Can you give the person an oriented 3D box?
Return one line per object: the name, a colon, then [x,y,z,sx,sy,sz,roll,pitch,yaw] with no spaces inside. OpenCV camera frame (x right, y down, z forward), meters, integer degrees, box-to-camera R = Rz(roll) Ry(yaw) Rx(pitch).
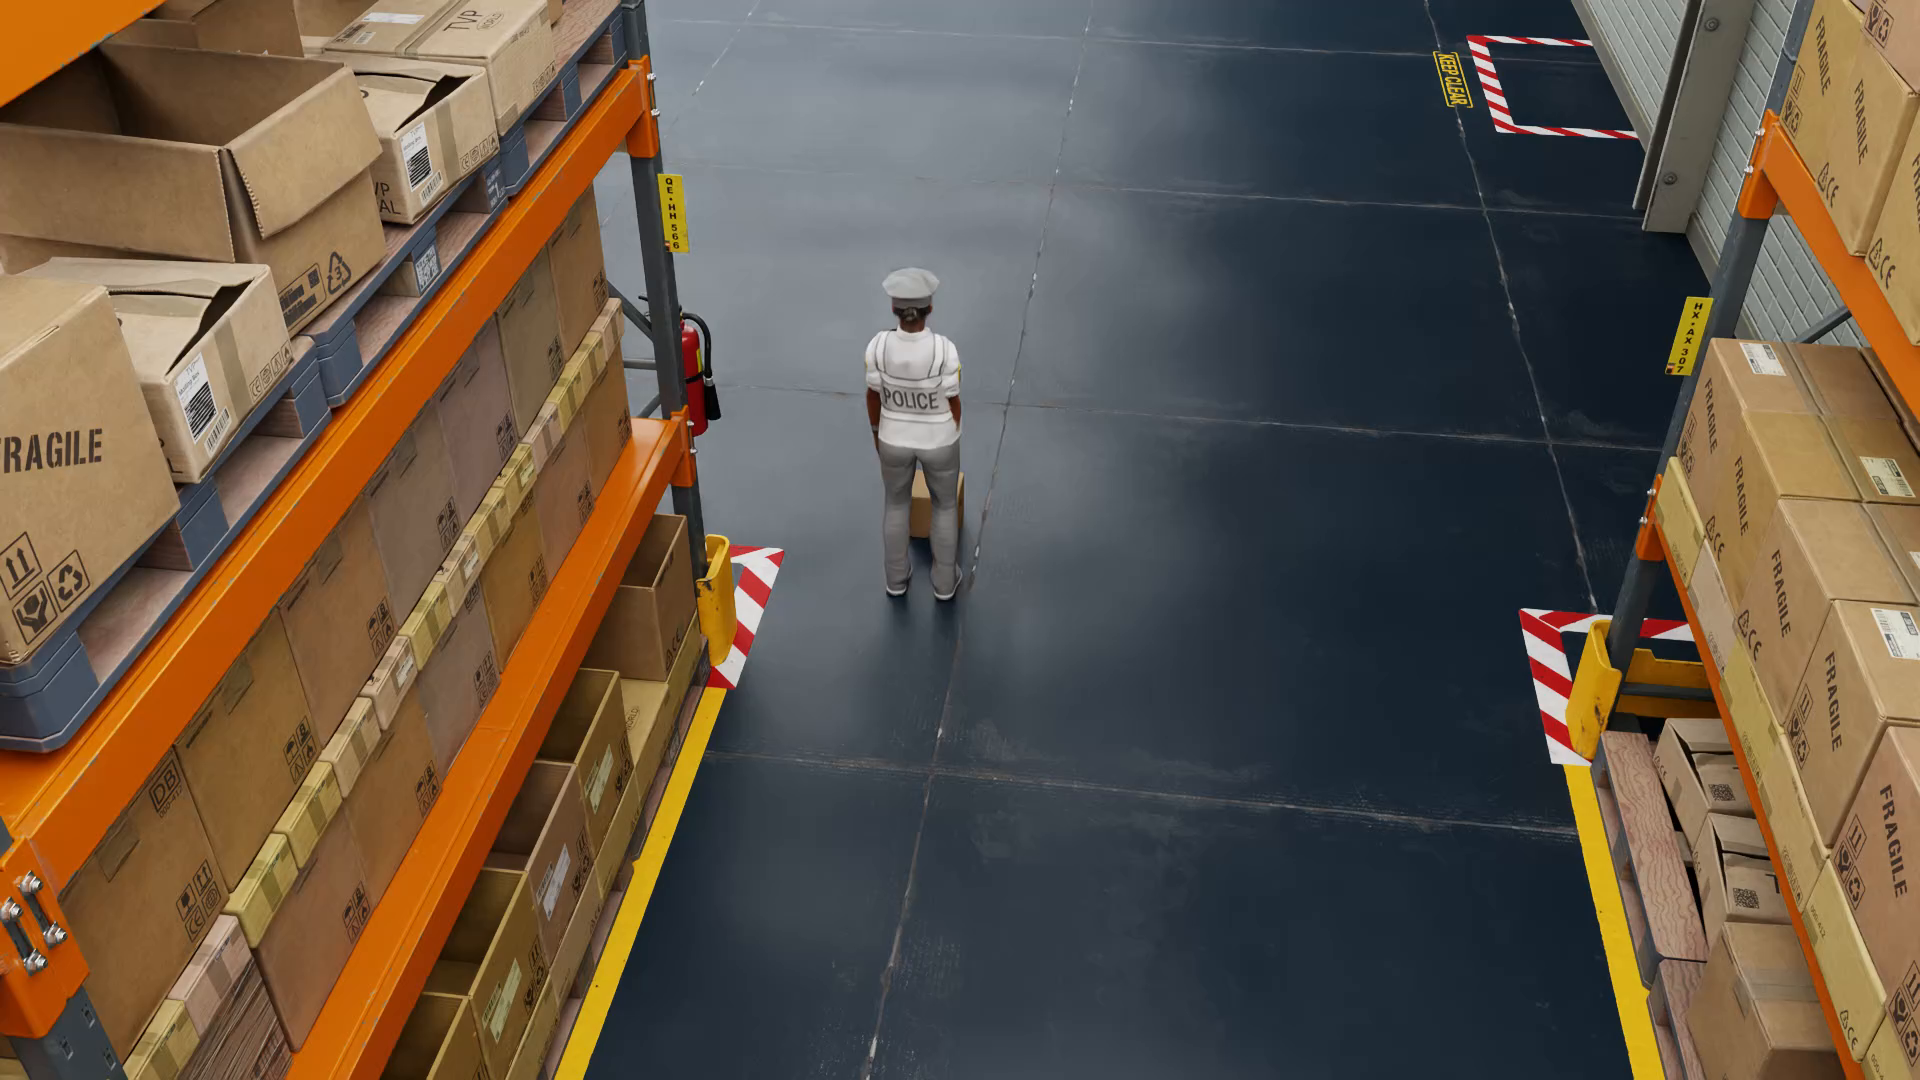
person: [-0.207,-0.457,7.670,0.439,1.658,0.339,5,37,7]
